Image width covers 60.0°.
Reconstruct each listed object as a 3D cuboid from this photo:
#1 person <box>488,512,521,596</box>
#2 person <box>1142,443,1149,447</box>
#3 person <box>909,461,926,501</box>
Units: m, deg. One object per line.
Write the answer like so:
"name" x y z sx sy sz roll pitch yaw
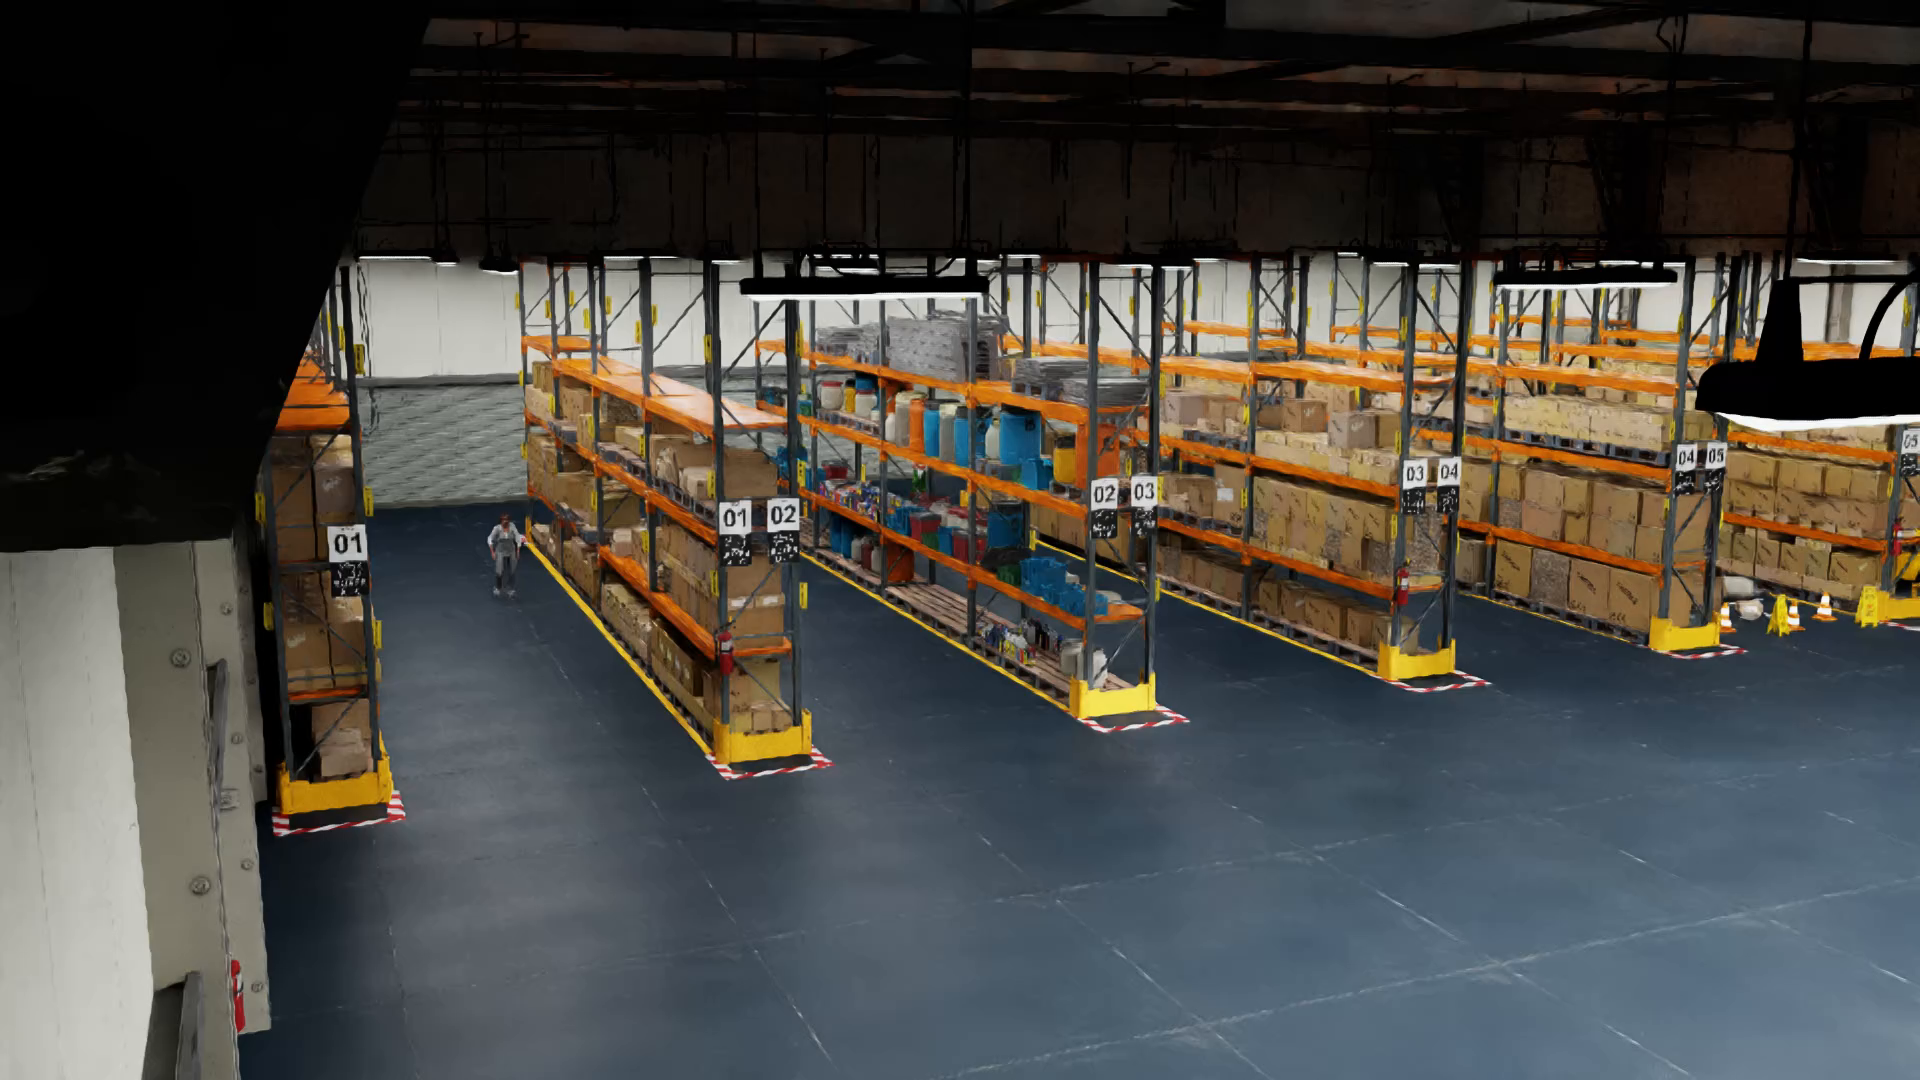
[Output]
"person" -8.056 0.248 29.438 0.566 1.541 0.519 -5 11 -25
"person" 4.291 -1.482 38.660 0.481 1.583 1.083 -5 11 -24
"person" -0.934 -1.674 39.150 0.527 1.785 0.702 2 11 10
